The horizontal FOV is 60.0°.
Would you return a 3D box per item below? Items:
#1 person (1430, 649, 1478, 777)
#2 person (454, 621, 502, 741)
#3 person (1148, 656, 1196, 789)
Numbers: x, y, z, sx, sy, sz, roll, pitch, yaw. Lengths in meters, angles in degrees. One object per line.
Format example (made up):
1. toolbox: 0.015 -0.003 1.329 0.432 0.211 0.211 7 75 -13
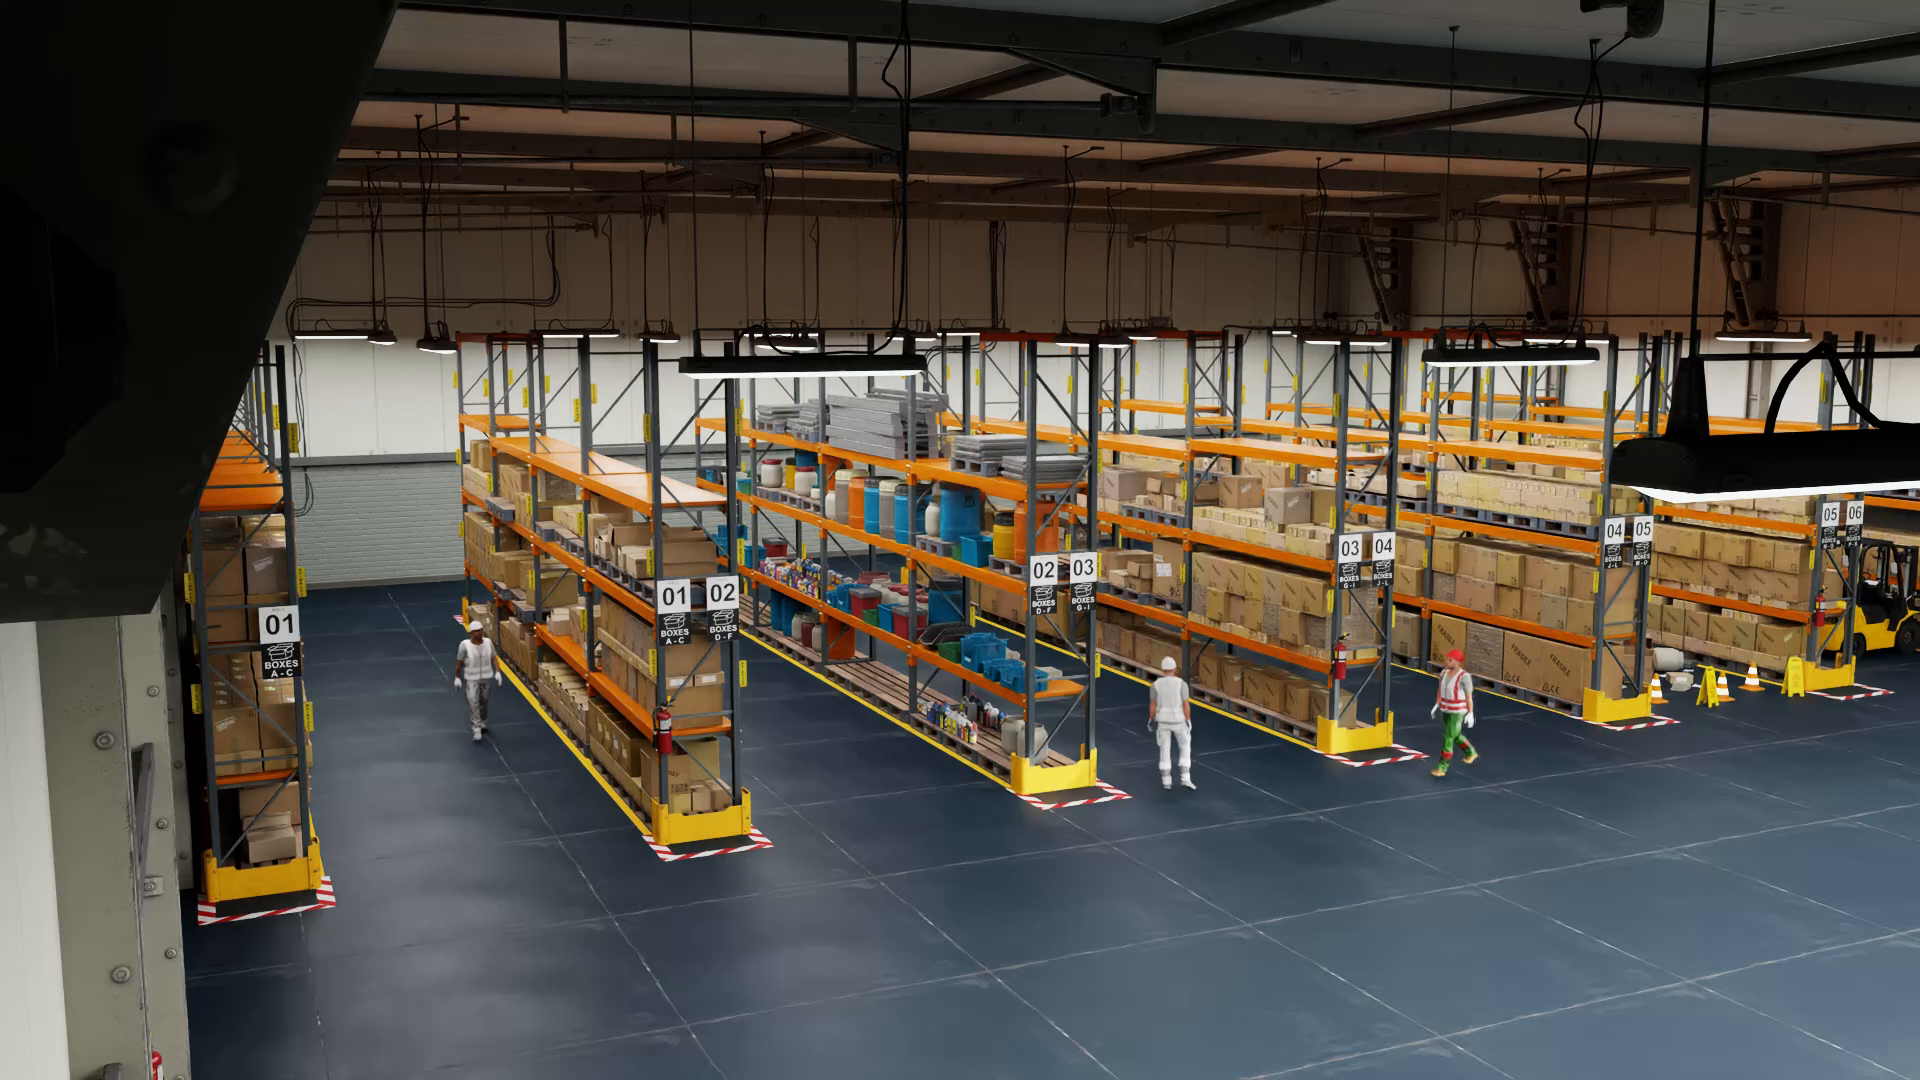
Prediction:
1. person: 6.857 2.365 23.043 1.034 1.754 0.603 -5 9 -31
2. person: -7.251 2.077 25.037 0.647 1.715 1.054 -4 9 -29
3. person: 2.848 2.462 22.339 0.670 1.826 0.351 3 8 19
